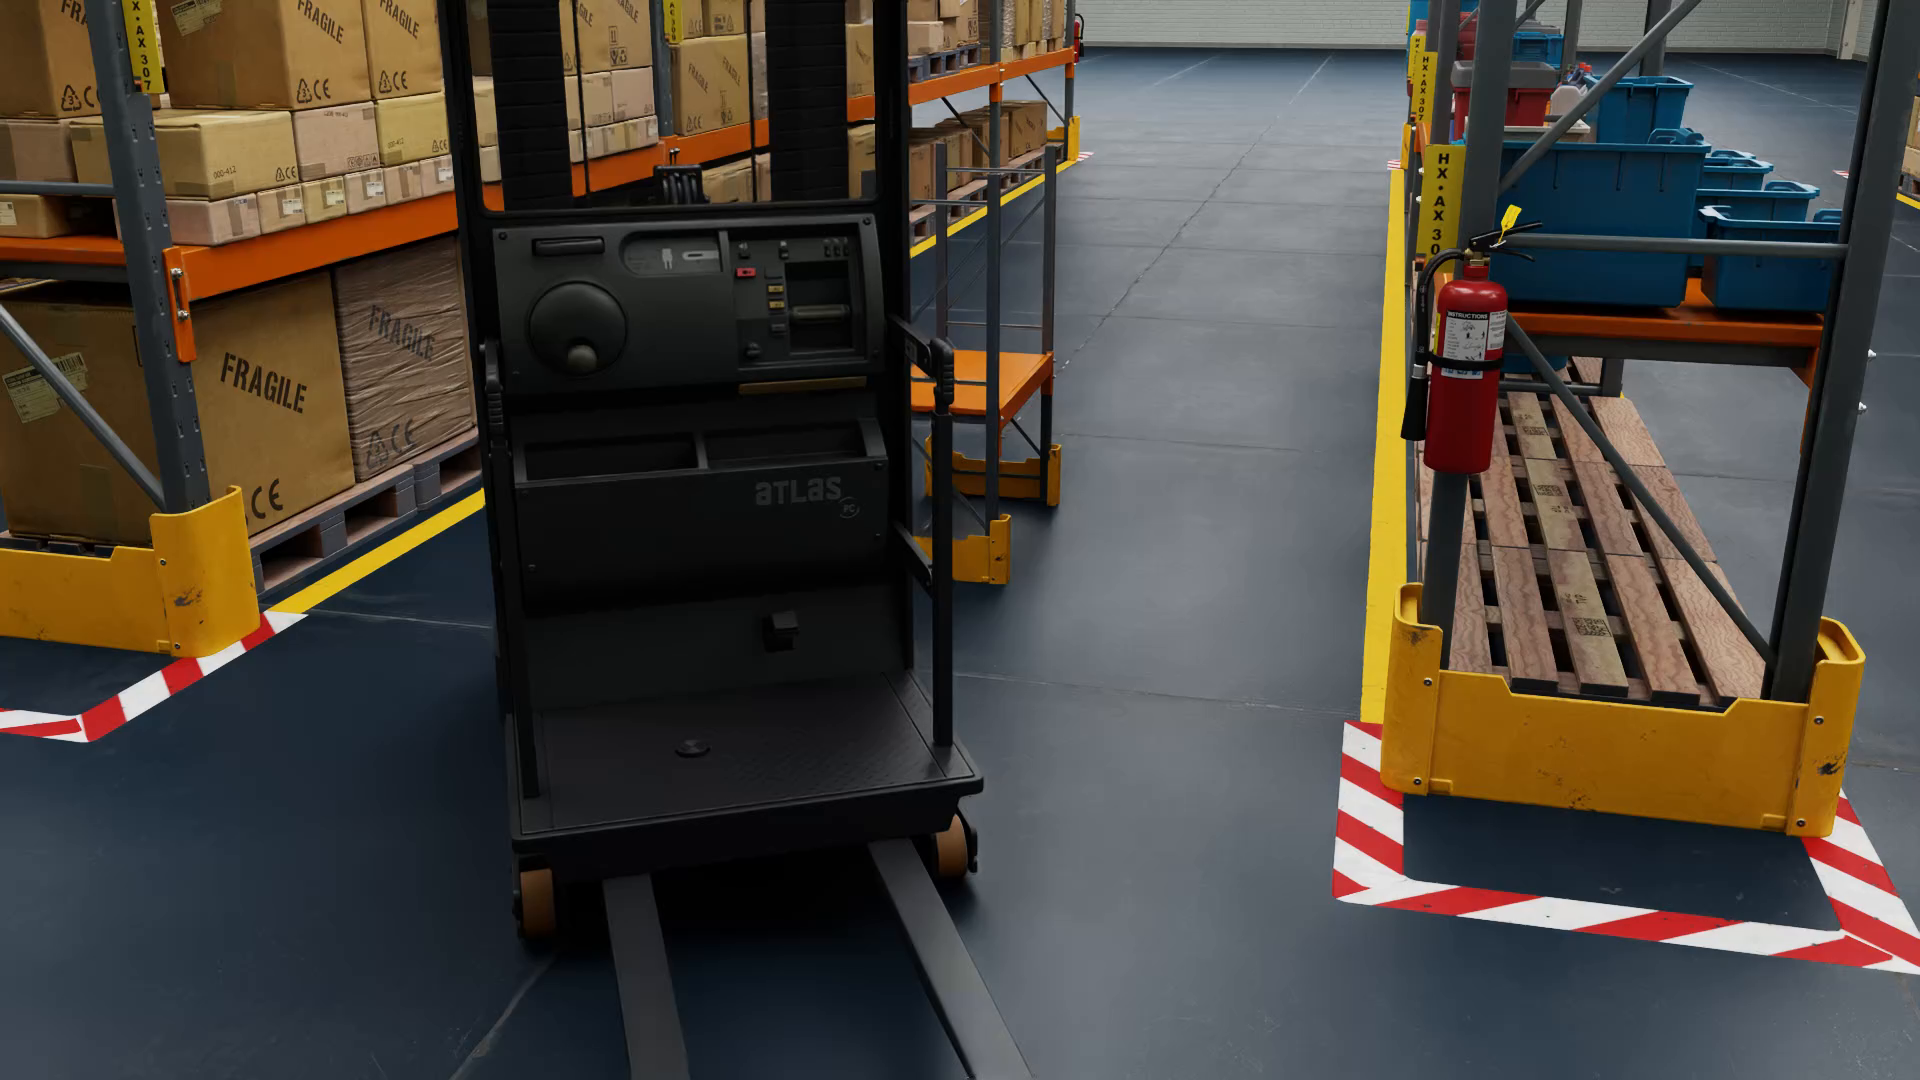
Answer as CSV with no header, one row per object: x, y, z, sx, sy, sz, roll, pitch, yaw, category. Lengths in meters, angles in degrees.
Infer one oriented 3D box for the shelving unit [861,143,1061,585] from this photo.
0.019,-0.734,6.515,0.587,1.500,1.083,5,19,13,shelving unit

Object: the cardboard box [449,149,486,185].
-2.246,-1.577,7.051,0.380,0.149,0.250,4,19,12,cardboard box

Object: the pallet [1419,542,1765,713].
2.015,0.327,5.403,1.003,0.211,1.213,5,19,13,pallet

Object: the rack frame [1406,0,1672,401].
2.753,-1.991,7.875,1.000,3.000,0.127,5,19,13,rack frame

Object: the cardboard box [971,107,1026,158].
0.429,-4.580,18.672,0.500,0.500,0.500,7,20,18,cardboard box

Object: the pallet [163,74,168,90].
-5.928,-3.736,13.282,1.213,0.211,1.003,5,19,13,pallet

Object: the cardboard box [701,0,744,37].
-1.723,-3.319,10.057,0.797,0.503,0.637,5,19,14,cardboard box

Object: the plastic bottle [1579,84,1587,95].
3.518,-2.410,9.294,0.152,0.276,0.135,5,19,13,plastic bottle

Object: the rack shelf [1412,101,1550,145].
4.219,-3.531,13.497,1.077,0.370,4.000,5,19,13,rack shelf

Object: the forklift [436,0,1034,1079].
-0.591,-0.584,3.864,1.130,2.935,3.031,-5,20,-15,forklift

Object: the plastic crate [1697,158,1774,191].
2.477,-1.150,5.580,0.416,0.233,0.300,5,19,13,plastic crate

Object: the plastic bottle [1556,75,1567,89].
3.581,-2.624,9.909,0.061,0.283,0.133,5,19,13,plastic bottle

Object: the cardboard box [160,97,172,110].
-3.042,-1.530,6.297,0.500,0.250,0.500,4,19,12,cardboard box

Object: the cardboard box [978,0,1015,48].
0.075,-5.213,16.695,0.875,0.500,0.500,5,19,13,cardboard box

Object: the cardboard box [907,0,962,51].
-0.429,-4.586,14.664,0.797,0.503,0.637,7,20,19,cardboard box

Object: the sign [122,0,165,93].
-2.491,-1.529,5.063,0.100,0.325,0.005,5,19,13,sign

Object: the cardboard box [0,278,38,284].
-6.397,-2.032,11.212,0.500,0.500,0.500,5,20,16,cardboard box

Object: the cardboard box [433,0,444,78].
-2.665,-2.359,7.566,0.500,0.500,0.500,4,19,12,cardboard box

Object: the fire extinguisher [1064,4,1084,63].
1.357,-6.106,20.043,0.296,0.674,0.183,5,19,13,fire extinguisher

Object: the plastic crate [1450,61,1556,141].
2.292,-1.789,7.093,0.402,0.464,0.583,5,19,13,plastic crate

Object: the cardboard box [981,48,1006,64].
0.249,-4.814,16.529,0.380,0.149,0.250,5,19,13,cardboard box

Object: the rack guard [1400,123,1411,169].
5.712,-4.541,19.210,1.175,0.500,0.348,5,19,13,rack guard

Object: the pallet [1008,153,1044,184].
0.331,-4.166,18.559,1.003,0.211,1.213,5,19,13,pallet

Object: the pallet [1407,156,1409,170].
5.508,-4.150,18.512,1.003,0.211,1.213,5,19,13,pallet

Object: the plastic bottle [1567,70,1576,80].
3.895,-2.855,10.604,0.097,0.271,0.097,0,19,0,plastic bottle

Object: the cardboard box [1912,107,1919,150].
9.910,-4.147,16.631,0.500,0.500,0.500,5,19,13,cardboard box

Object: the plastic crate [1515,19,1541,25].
4.886,-4.352,14.690,0.402,0.464,0.583,5,19,13,plastic crate

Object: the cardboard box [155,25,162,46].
-5.912,-3.603,11.875,0.380,0.149,0.250,4,19,12,cardboard box

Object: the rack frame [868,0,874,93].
-1.073,-3.635,12.690,1.000,3.000,0.127,5,19,13,rack frame

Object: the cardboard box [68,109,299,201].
-2.648,-1.327,5.704,0.500,0.250,0.500,4,19,12,cardboard box

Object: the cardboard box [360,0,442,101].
-2.405,-2.001,6.518,0.500,0.500,0.500,4,19,12,cardboard box

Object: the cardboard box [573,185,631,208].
-2.289,-1.374,8.708,0.875,0.875,0.875,5,19,13,cardboard box

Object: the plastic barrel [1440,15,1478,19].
3.976,-3.914,13.296,0.433,0.535,0.433,0,19,0,plastic barrel

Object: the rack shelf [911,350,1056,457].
0.021,-0.566,6.582,0.538,0.185,1.000,5,19,13,rack shelf

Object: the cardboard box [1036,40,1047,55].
0.748,-5.440,18.362,0.380,0.149,0.250,5,19,13,cardboard box

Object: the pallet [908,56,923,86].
-1.002,-3.776,13.400,1.213,0.211,1.003,5,19,13,pallet

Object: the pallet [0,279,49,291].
-6.646,-1.730,11.425,1.003,0.211,1.213,5,19,13,pallet

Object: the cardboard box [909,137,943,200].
-0.537,-3.400,15.189,0.700,0.500,0.500,3,19,9,cardboard box

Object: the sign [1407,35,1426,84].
3.195,-3.363,11.640,0.100,0.325,0.005,5,19,13,sign

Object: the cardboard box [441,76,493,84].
-2.152,-1.970,7.586,0.500,0.250,0.500,5,20,14,cardboard box

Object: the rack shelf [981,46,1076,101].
0.393,-5.176,18.313,1.077,0.370,4.000,5,19,13,rack shelf

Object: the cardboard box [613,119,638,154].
-1.869,-2.061,8.468,0.380,0.149,0.250,5,19,14,cardboard box

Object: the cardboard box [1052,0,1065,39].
0.715,-5.995,18.982,0.875,0.500,0.500,5,19,13,cardboard box

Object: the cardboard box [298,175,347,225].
-2.497,-1.255,6.110,0.380,0.149,0.250,4,19,12,cardboard box

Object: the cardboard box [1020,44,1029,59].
0.510,-5.126,17.443,0.380,0.149,0.250,5,19,13,cardboard box
